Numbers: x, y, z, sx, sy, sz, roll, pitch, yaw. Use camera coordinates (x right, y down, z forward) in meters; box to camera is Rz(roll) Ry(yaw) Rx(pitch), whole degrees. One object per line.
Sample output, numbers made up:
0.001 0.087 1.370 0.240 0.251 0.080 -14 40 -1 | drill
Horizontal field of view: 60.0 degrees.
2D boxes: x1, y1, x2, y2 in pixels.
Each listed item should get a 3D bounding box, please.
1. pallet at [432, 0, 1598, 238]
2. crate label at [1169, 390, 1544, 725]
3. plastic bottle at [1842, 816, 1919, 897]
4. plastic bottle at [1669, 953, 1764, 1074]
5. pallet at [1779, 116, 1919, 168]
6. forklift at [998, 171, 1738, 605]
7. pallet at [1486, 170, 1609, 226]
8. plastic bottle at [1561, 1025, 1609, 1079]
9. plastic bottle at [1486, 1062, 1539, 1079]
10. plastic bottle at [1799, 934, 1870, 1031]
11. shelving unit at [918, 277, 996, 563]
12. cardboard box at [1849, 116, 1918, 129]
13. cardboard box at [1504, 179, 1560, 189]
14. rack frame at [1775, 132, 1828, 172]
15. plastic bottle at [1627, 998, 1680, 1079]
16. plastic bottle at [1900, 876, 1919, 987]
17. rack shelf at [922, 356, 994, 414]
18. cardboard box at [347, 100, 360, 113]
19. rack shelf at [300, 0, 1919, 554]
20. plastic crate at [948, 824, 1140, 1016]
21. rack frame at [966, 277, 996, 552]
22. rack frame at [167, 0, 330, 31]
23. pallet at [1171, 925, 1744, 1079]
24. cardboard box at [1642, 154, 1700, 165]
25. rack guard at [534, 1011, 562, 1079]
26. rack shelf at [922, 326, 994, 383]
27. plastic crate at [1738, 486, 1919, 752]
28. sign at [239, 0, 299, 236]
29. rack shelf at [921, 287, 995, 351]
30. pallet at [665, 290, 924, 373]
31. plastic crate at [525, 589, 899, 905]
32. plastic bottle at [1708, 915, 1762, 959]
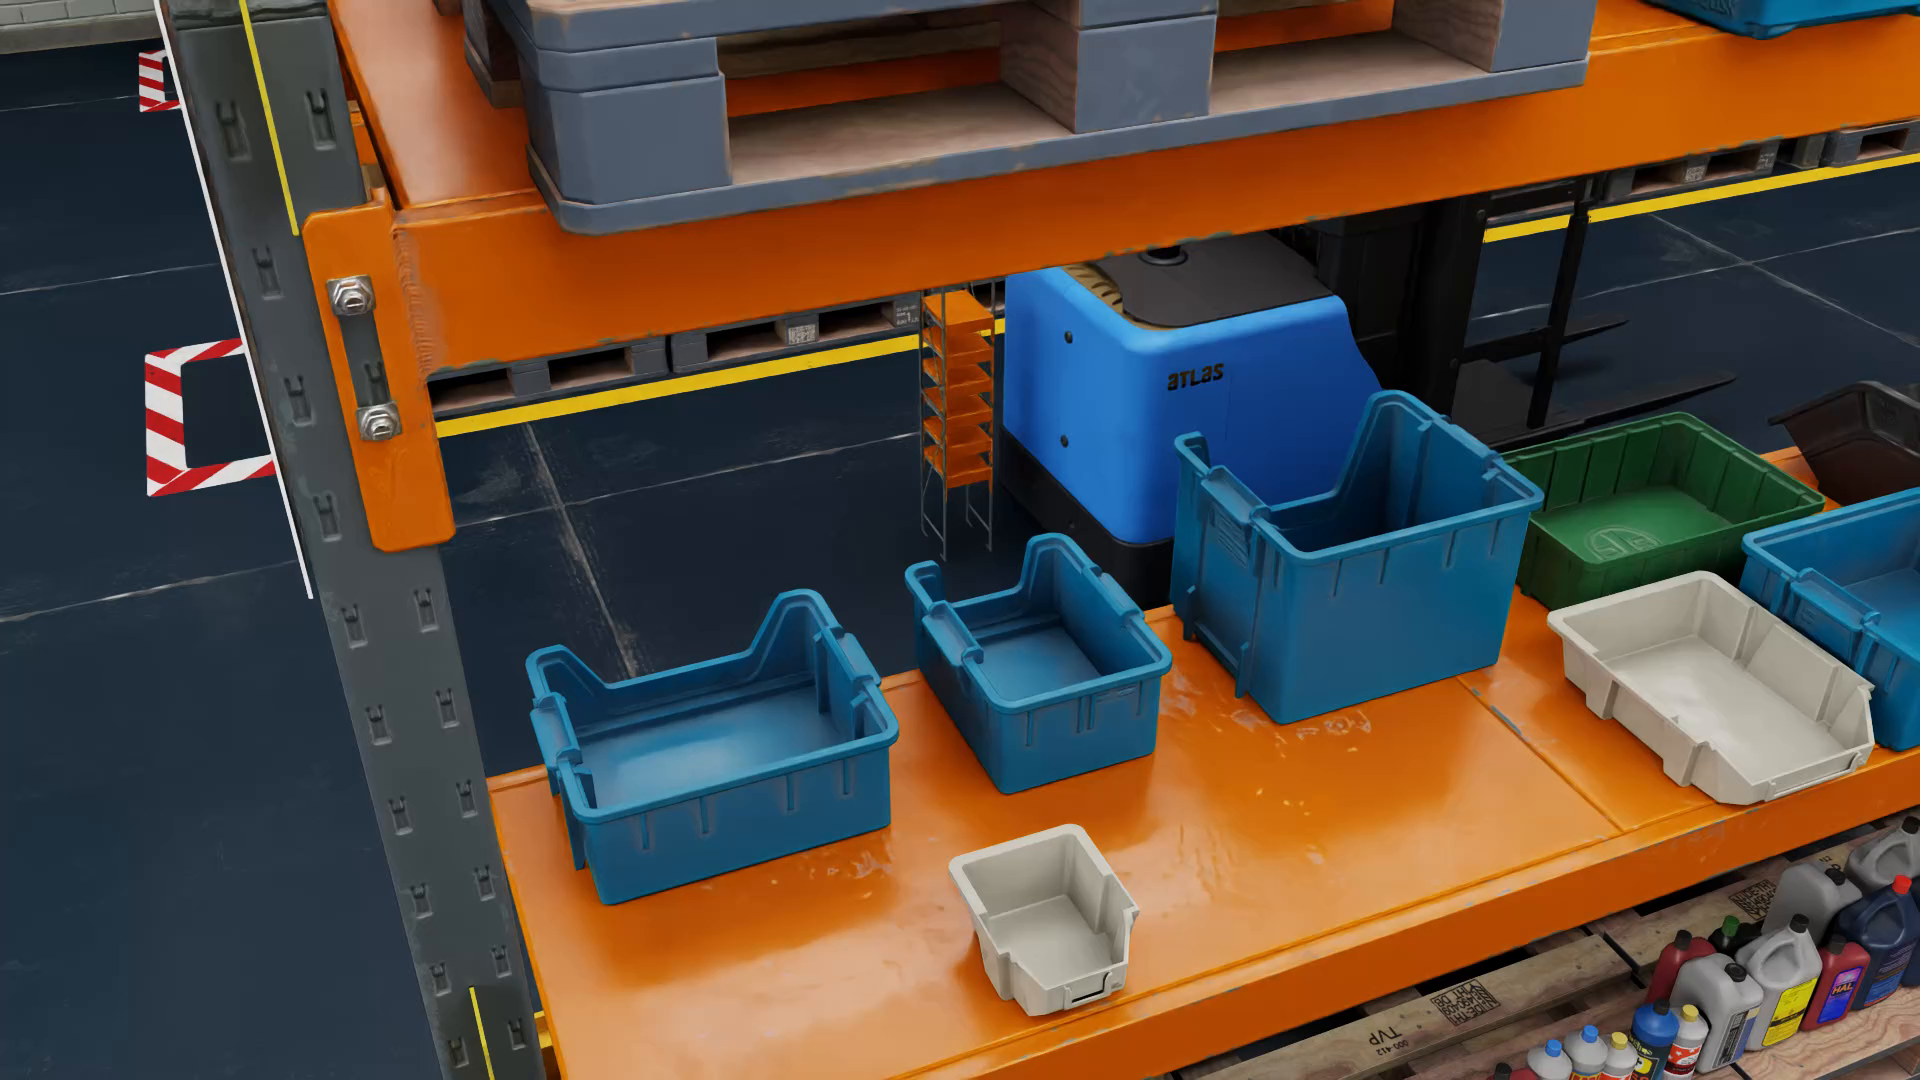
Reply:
-0.003 -0.744 2.066 1.213 0.211 1.003 -13 35 -19 | pallet
0.789 0.020 3.436 0.616 0.435 0.502 -13 35 -19 | crate label
2.346 0.849 4.220 0.185 0.351 0.144 -13 35 -19 | plastic bottle
1.776 1.094 3.912 0.135 0.276 0.152 -12 35 -18 | plastic bottle
5.362 -2.591 10.038 1.213 0.211 1.003 -13 35 -19 | pallet
1.710 -1.535 5.922 3.031 2.935 1.130 -14 36 -21 | forklift
2.761 -2.043 9.196 1.213 0.211 1.003 -13 35 -19 | pallet
1.397 1.199 3.755 0.097 0.271 0.097 0 33 0 | plastic bottle
1.205 1.249 3.667 0.133 0.283 0.061 -12 35 -18 | plastic bottle
2.091 1.046 3.979 0.133 0.283 0.061 -11 35 -16 | plastic bottle
-0.013 -0.500 5.918 0.189 1.200 0.258 -13 35 -19 | shelving unit
5.189 -2.710 9.553 0.500 0.500 0.500 -11 35 -17 | cardboard box
2.856 -2.086 8.841 0.500 0.250 0.500 -12 35 -18 | cardboard box
4.659 -3.621 9.065 0.127 3.000 1.000 -13 35 -19 | rack frame
1.584 1.156 3.821 0.097 0.271 0.097 0 33 0 | plastic bottle
2.402 0.922 4.108 0.185 0.351 0.144 -14 36 -20 | plastic bottle
-0.013 -0.563 5.877 0.180 0.103 0.258 -13 35 -19 | rack shelf
-2.282 -2.066 6.583 0.500 0.500 0.700 -13 35 -19 | cardboard box
1.040 -0.818 2.667 4.000 0.370 1.077 -13 35 -19 | rack shelf
0.146 0.643 2.753 0.250 0.136 0.298 -13 35 -19 | plastic crate
0.071 -0.519 5.948 0.006 1.200 0.240 -13 35 -19 | rack frame
-0.804 -1.955 1.003 0.127 3.000 1.000 -13 35 -19 | rack frame
1.123 1.264 4.113 1.213 0.211 1.003 -13 35 -19 | pallet
3.794 -2.300 9.171 0.500 0.250 0.500 -13 35 -19 | cardboard box
-0.752 1.568 3.382 0.348 0.500 1.175 -13 35 -19 | rack guard
-0.013 -0.664 5.811 0.180 0.103 0.258 -13 35 -19 | rack shelf
1.969 0.148 3.409 0.616 0.251 0.499 -13 35 -19 | plastic crate
-0.595 -0.424 1.393 0.005 0.325 0.100 -13 35 -19 | sign
-0.013 -0.764 5.746 0.180 0.103 0.258 -13 35 -19 | rack shelf
-0.906 -1.201 7.903 1.213 0.211 1.003 -13 35 -19 | pallet
-0.458 0.366 3.074 0.616 0.251 0.499 -13 35 -19 | plastic crate
1.864 1.013 4.030 0.133 0.283 0.061 -13 35 -19 | plastic bottle
